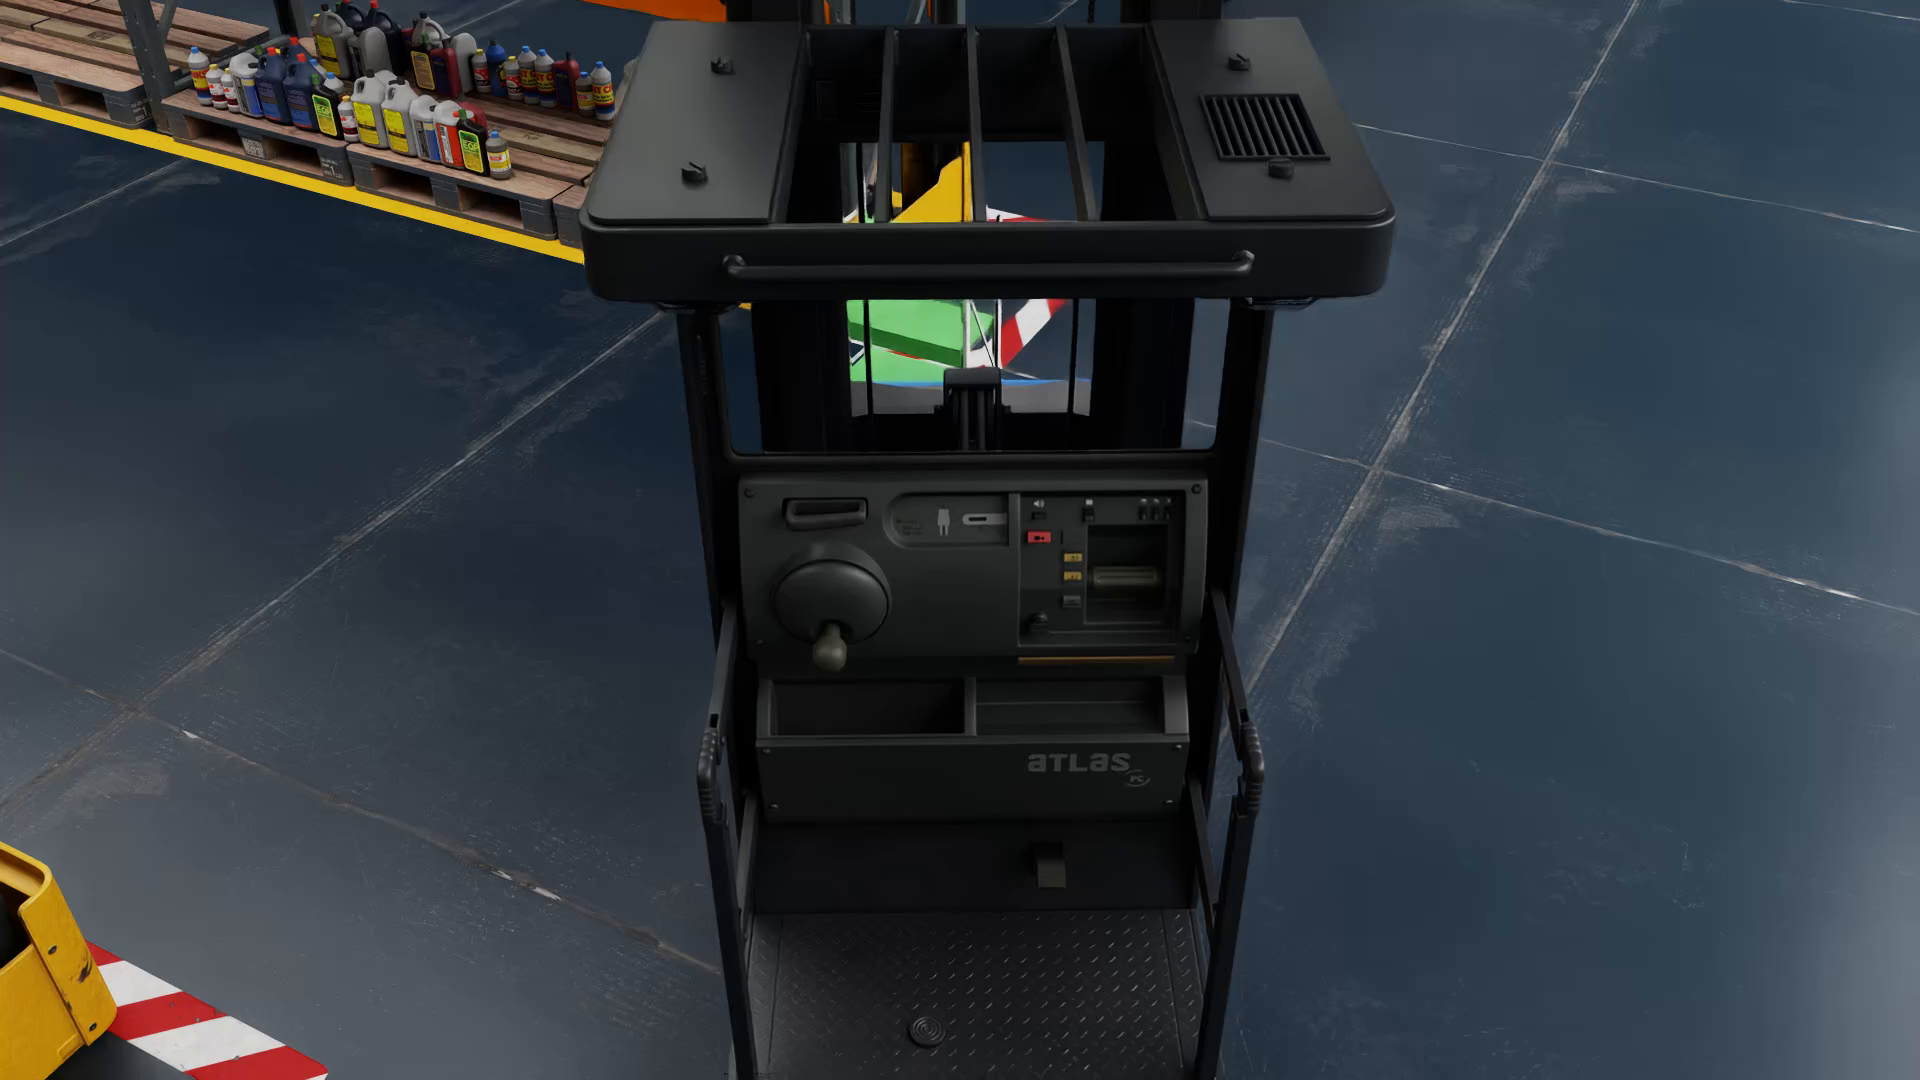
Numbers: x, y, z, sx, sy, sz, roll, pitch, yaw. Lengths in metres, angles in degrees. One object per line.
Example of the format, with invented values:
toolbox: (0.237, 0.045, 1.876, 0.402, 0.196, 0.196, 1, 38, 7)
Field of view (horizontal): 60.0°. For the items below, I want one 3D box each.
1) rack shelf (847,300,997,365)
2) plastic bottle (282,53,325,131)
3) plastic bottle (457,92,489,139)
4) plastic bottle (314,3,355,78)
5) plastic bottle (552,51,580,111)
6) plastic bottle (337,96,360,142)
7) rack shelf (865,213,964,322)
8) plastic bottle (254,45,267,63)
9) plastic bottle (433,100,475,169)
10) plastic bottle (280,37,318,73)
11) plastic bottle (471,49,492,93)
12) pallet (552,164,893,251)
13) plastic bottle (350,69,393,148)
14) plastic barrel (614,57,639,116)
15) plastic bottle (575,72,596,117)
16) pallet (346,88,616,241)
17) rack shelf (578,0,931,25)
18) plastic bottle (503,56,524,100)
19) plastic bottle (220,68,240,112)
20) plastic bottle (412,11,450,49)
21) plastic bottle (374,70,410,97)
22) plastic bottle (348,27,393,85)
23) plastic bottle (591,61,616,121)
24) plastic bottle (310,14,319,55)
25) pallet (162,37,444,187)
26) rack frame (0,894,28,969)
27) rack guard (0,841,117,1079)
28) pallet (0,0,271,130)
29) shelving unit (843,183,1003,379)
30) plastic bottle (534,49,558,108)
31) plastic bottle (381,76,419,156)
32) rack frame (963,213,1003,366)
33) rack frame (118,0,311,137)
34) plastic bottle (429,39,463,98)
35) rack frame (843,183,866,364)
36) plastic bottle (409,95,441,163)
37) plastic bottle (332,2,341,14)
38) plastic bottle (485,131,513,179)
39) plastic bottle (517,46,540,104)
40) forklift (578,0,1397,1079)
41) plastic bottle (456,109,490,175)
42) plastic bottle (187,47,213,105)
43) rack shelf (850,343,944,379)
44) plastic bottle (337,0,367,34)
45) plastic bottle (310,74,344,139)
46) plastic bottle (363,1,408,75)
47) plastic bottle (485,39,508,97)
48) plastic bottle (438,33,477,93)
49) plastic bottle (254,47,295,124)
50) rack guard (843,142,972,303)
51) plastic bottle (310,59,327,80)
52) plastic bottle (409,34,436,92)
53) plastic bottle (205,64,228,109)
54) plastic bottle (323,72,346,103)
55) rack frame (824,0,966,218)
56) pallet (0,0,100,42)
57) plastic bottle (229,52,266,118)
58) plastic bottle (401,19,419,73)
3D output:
rack shelf: (-0.147, -0.664, 5.341, 0.480, 0.148, 0.258, 17, 41, 21)
plastic bottle: (-3.116, -2.144, 7.921, 0.185, 0.351, 0.144, 16, 40, 20)
plastic bottle: (-2.252, -1.922, 7.684, 0.133, 0.283, 0.061, 17, 41, 21)
plastic bottle: (-3.171, -2.542, 8.445, 0.185, 0.351, 0.144, 17, 41, 21)
plastic bottle: (-1.916, -2.249, 8.115, 0.133, 0.283, 0.061, 18, 41, 22)
plastic bottle: (-2.875, -1.993, 7.846, 0.097, 0.201, 0.097, 0, 37, 0)
rack shelf: (-0.147, -0.855, 5.196, 0.480, 0.148, 0.258, 17, 41, 21)
plastic bottle: (-3.380, -2.275, 8.149, 0.133, 0.283, 0.061, 17, 41, 21)
plastic bottle: (-2.301, -1.862, 7.611, 0.135, 0.276, 0.152, 18, 41, 22)
plastic bottle: (-3.217, -2.274, 8.092, 0.185, 0.351, 0.144, 17, 41, 21)
plastic bottle: (-2.387, -2.352, 8.318, 0.097, 0.201, 0.097, 0, 37, 0)
pallet: (-1.065, -1.526, 7.585, 1.213, 0.211, 1.003, 17, 41, 21)
plastic bottle: (-2.738, -2.026, 7.765, 0.185, 0.351, 0.144, 17, 40, 21)
plastic barrel: (-1.322, -1.869, 7.442, 0.421, 0.512, 0.421, 0, 37, 0)
plastic bottle: (-1.816, -2.172, 8.082, 0.097, 0.201, 0.097, 0, 37, 0)
pallet: (-2.144, -1.865, 8.033, 1.213, 0.211, 1.003, 17, 41, 21)
rack shelf: (-2.033, -2.681, 7.396, 4.000, 0.370, 1.077, 17, 41, 21)
plastic bottle: (-2.205, -2.294, 8.242, 0.097, 0.201, 0.097, 0, 37, 0)
plastic bottle: (-3.547, -2.204, 8.123, 0.097, 0.201, 0.097, 0, 37, 0)
plastic bottle: (-2.647, -2.476, 8.359, 0.185, 0.351, 0.144, 17, 40, 21)
plastic bottle: (-2.692, -2.083, 7.902, 0.135, 0.276, 0.152, 17, 41, 21)
plastic bottle: (-2.980, -2.450, 8.386, 0.135, 0.276, 0.152, 17, 41, 21)
plastic bottle: (-1.724, -2.172, 8.023, 0.097, 0.271, 0.097, 0, 37, 0)
plastic bottle: (-3.344, -2.651, 8.712, 0.097, 0.201, 0.097, 0, 37, 0)
pallet: (-3.232, -2.204, 8.479, 1.213, 0.211, 1.003, 17, 41, 21)
rack frame: (-2.538, 0.247, 2.944, 0.127, 3.000, 1.000, 17, 41, 21)
rack guard: (-2.517, 1.249, 3.691, 0.348, 0.500, 1.175, 17, 41, 21)
pallet: (-4.524, -2.611, 9.015, 1.213, 0.211, 1.003, 17, 41, 21)
shelving unit: (-0.147, -0.524, 5.448, 0.503, 1.200, 0.258, 17, 41, 21)
plastic bottle: (-2.028, -2.267, 8.148, 0.097, 0.271, 0.097, 0, 37, 0)
plastic bottle: (-2.573, -1.974, 7.697, 0.185, 0.351, 0.144, 19, 41, 23)
rack frame: (0.070, -0.456, 5.358, 0.015, 1.200, 0.240, 17, 41, 21)
rack frame: (-3.809, -3.524, 7.911, 0.127, 3.000, 1.000, 17, 41, 21)
plastic bottle: (-2.553, -2.345, 8.241, 0.133, 0.283, 0.061, 17, 41, 21)
rack frame: (-0.364, -0.592, 5.537, 0.015, 1.200, 0.240, 17, 41, 21)
plastic bottle: (-2.424, -1.901, 7.662, 0.135, 0.276, 0.152, 16, 40, 20)
plastic bottle: (-3.230, -2.660, 8.657, 0.133, 0.283, 0.061, 19, 41, 24)
plastic bottle: (-2.090, -1.748, 7.522, 0.097, 0.201, 0.097, 0, 37, 0)
plastic bottle: (-2.117, -2.295, 8.185, 0.097, 0.271, 0.097, 0, 37, 0)
forklift: (0.032, 0.131, 3.154, 1.130, 2.935, 3.031, -1, 37, -1)
plastic bottle: (-2.202, -1.803, 7.527, 0.133, 0.283, 0.061, 18, 41, 23)
plastic bottle: (-3.728, -2.288, 8.176, 0.097, 0.271, 0.097, 0, 37, 0)
rack shelf: (-0.147, -0.473, 5.487, 0.480, 0.148, 0.258, 17, 41, 21)
plastic bottle: (-3.105, -2.620, 8.547, 0.185, 0.351, 0.144, 16, 40, 20)
plastic bottle: (-2.988, -2.049, 7.851, 0.133, 0.283, 0.061, 19, 41, 23)
plastic bottle: (-2.934, -2.566, 8.477, 0.185, 0.351, 0.144, 15, 40, 19)
plastic bottle: (-2.297, -2.351, 8.259, 0.097, 0.271, 0.097, 0, 37, 0)
plastic bottle: (-2.505, -2.399, 8.319, 0.135, 0.276, 0.152, 18, 41, 22)
plastic bottle: (-3.283, -2.197, 7.990, 0.185, 0.351, 0.144, 18, 41, 23)
rack guard: (-0.346, -1.412, 7.196, 0.348, 0.500, 1.175, 17, 41, 21)
plastic bottle: (-3.099, -2.190, 8.046, 0.097, 0.271, 0.097, 0, 37, 0)
plastic bottle: (-2.672, -2.387, 8.297, 0.133, 0.283, 0.061, 17, 41, 21)
plastic bottle: (-3.637, -2.232, 8.160, 0.097, 0.201, 0.097, 0, 37, 0)
plastic bottle: (-2.968, -2.092, 7.918, 0.097, 0.271, 0.097, 0, 37, 0)
rack frame: (-0.257, -2.412, 6.446, 0.127, 3.000, 1.000, 17, 41, 21)
pallet: (-5.612, -2.949, 9.461, 1.213, 0.211, 1.003, 17, 41, 21)
plastic bottle: (-3.428, -2.215, 8.076, 0.135, 0.276, 0.152, 19, 41, 23)
plastic bottle: (-2.770, -2.516, 8.467, 0.133, 0.283, 0.061, 20, 42, 24)
